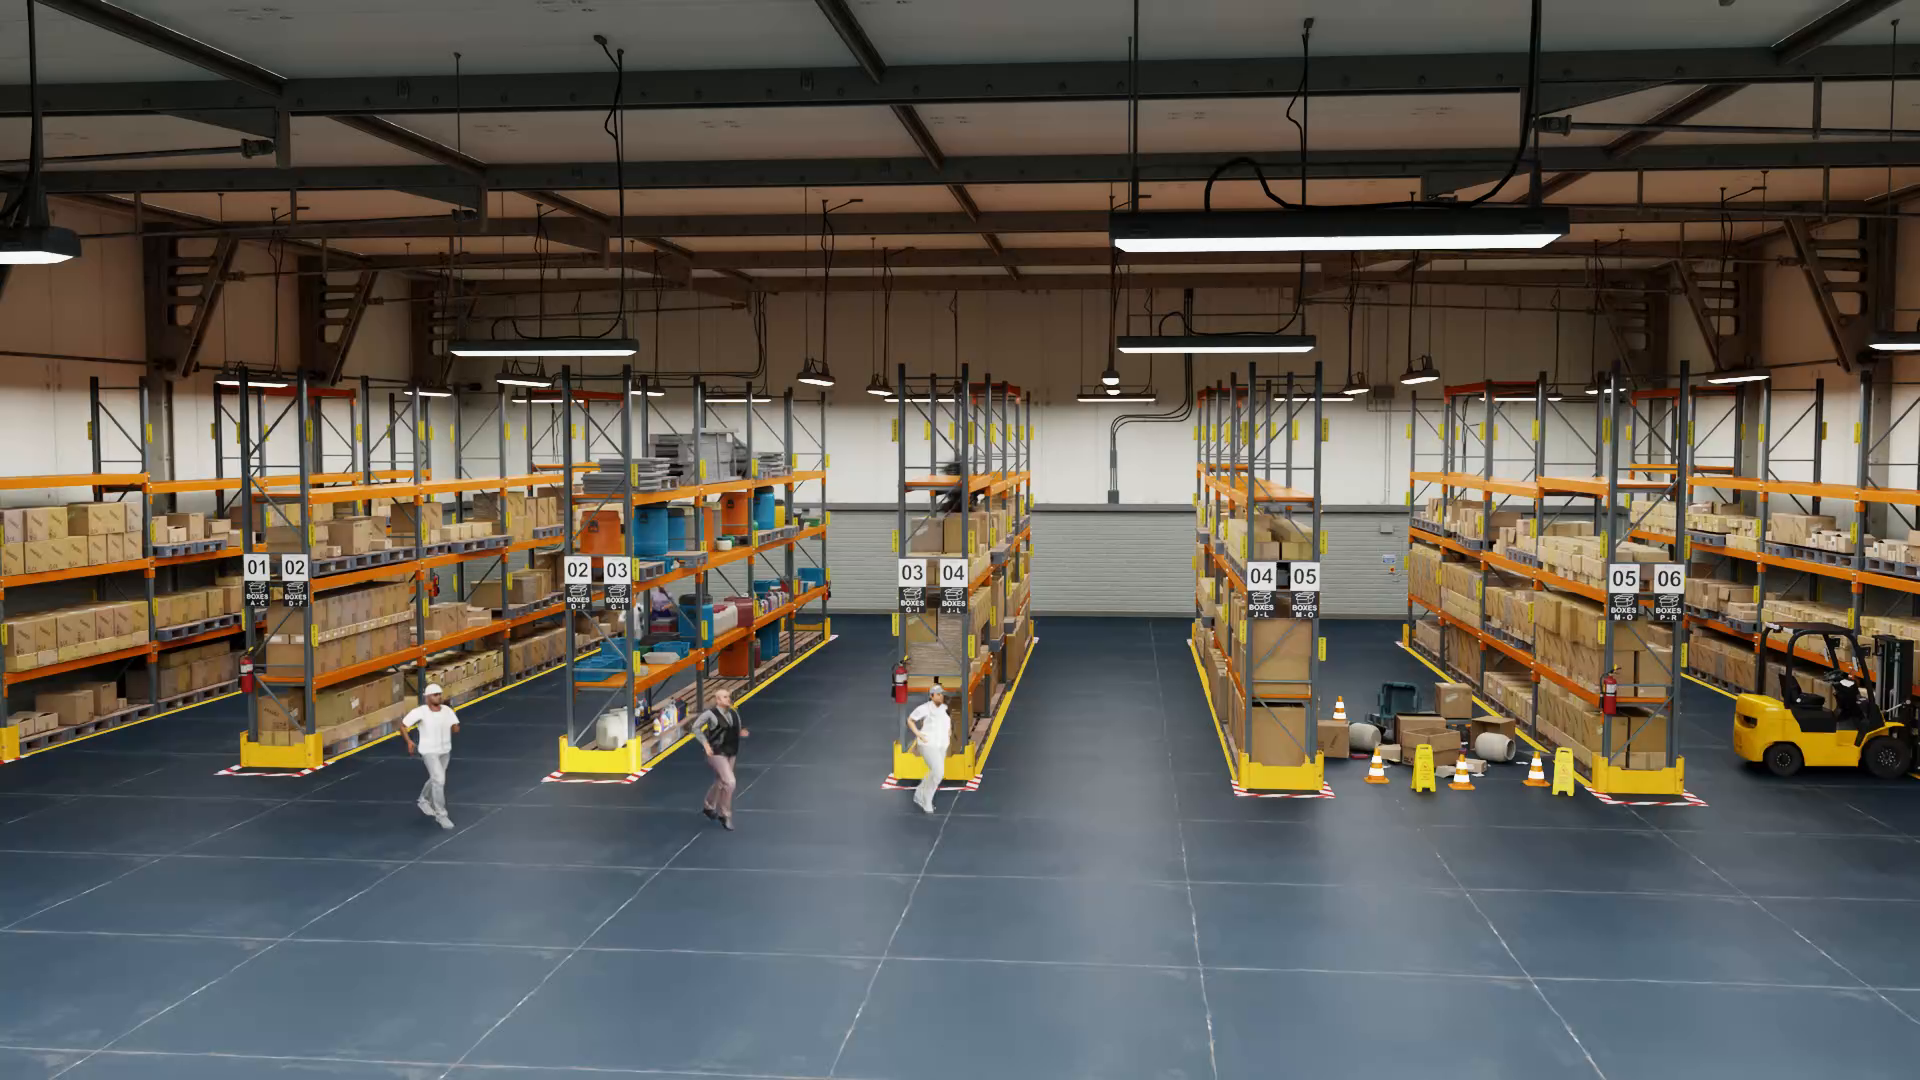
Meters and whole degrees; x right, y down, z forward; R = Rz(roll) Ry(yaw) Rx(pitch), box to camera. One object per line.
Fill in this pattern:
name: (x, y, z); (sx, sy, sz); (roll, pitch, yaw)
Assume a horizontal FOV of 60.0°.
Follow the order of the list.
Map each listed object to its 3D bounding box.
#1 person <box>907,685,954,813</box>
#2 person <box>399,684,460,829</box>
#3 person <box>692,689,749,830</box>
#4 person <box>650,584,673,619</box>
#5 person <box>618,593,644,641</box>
person: (-0.342, 2.778, 22.129); (0.619, 1.683, 0.634); (3, 5, 43)
person: (-6.718, 2.737, 21.286); (0.876, 1.800, 0.686); (3, 4, 34)
person: (-3.027, 2.791, 21.208); (0.779, 1.783, 0.638); (3, 4, 34)
person: (-6.881, 1.745, 38.221); (0.577, 1.592, 0.714); (0, 4, -7)
person: (-6.816, 1.907, 34.706); (0.612, 1.702, 0.919); (0, 4, -7)
